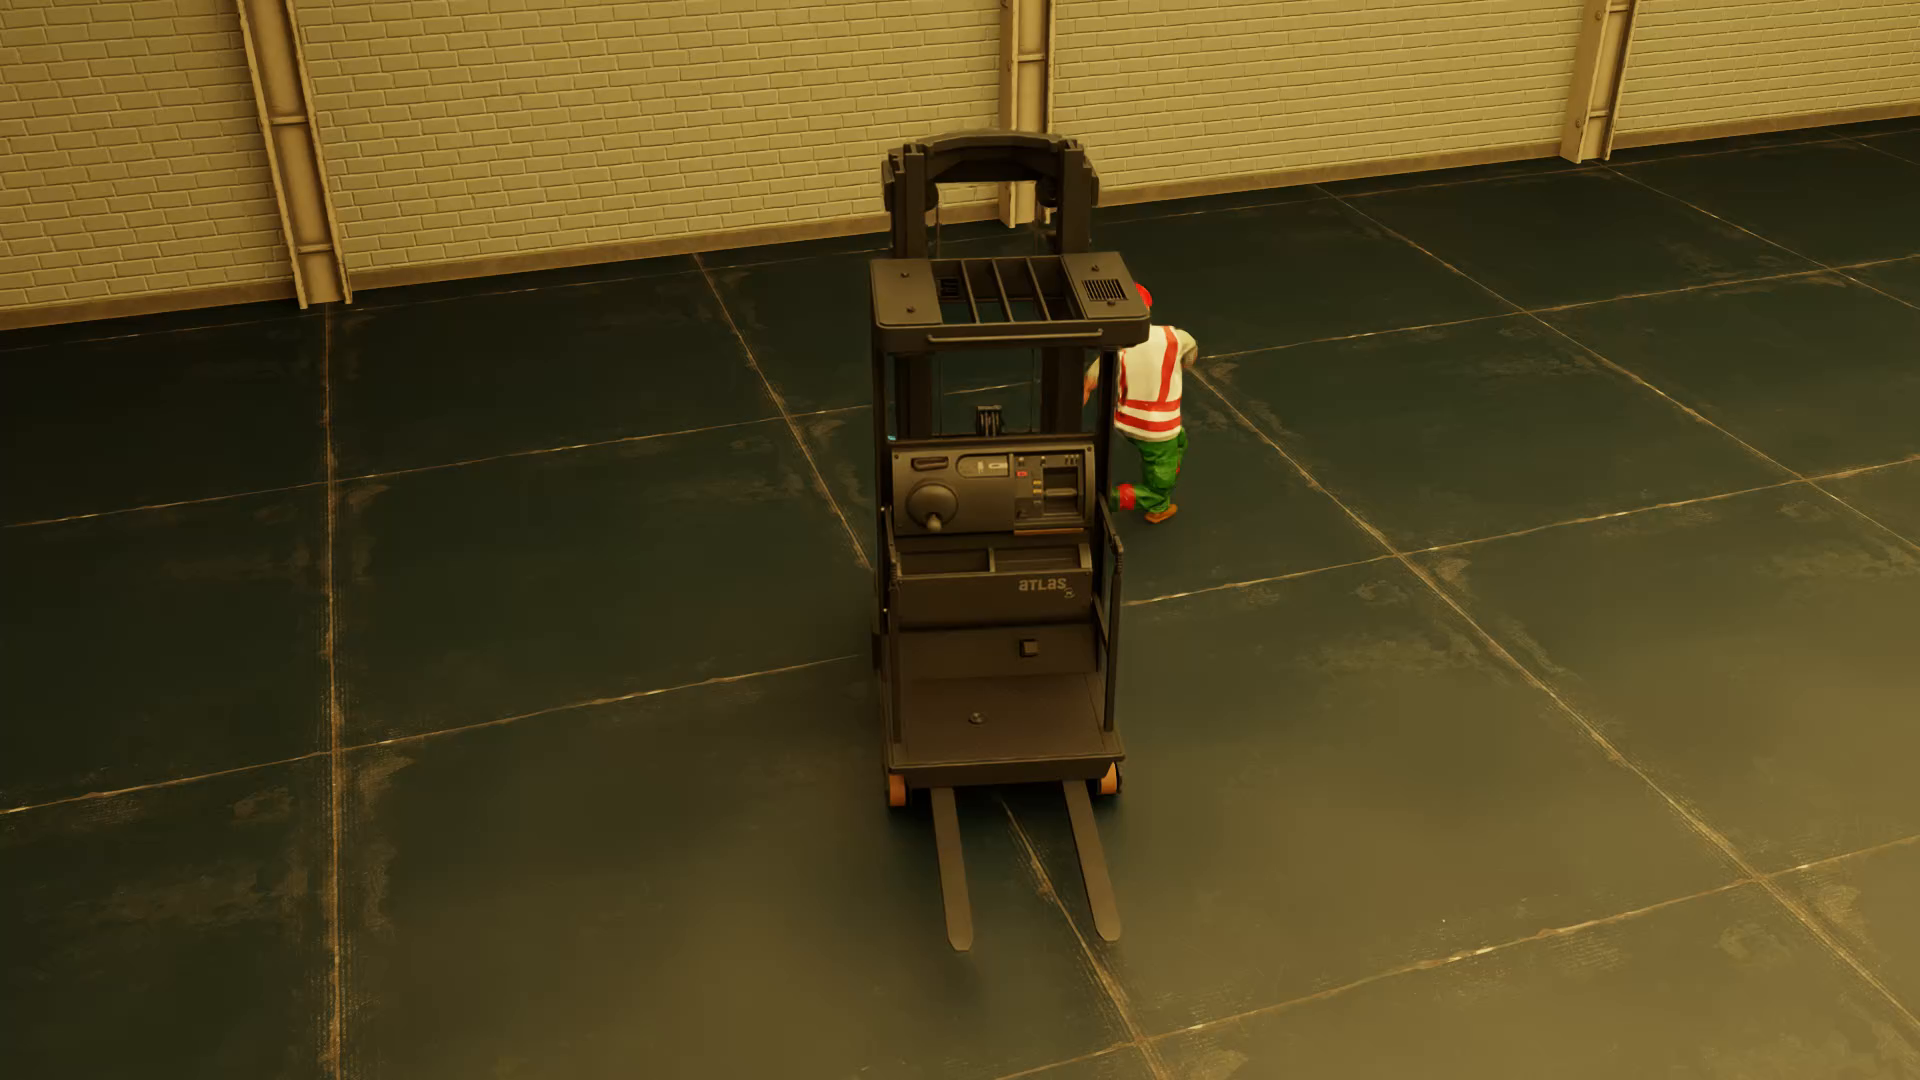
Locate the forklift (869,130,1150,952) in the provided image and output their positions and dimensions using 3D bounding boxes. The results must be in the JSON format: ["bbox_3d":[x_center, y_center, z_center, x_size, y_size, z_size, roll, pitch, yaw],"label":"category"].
[{"bbox_3d":[0.176,-0.188,7.414,1.130,2.935,3.031,-3,30,-4],"label":"forklift"}]

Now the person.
[{"bbox_3d":[1.013,-0.751,9.840,0.663,1.548,0.931,25,38,36],"label":"person"}]
